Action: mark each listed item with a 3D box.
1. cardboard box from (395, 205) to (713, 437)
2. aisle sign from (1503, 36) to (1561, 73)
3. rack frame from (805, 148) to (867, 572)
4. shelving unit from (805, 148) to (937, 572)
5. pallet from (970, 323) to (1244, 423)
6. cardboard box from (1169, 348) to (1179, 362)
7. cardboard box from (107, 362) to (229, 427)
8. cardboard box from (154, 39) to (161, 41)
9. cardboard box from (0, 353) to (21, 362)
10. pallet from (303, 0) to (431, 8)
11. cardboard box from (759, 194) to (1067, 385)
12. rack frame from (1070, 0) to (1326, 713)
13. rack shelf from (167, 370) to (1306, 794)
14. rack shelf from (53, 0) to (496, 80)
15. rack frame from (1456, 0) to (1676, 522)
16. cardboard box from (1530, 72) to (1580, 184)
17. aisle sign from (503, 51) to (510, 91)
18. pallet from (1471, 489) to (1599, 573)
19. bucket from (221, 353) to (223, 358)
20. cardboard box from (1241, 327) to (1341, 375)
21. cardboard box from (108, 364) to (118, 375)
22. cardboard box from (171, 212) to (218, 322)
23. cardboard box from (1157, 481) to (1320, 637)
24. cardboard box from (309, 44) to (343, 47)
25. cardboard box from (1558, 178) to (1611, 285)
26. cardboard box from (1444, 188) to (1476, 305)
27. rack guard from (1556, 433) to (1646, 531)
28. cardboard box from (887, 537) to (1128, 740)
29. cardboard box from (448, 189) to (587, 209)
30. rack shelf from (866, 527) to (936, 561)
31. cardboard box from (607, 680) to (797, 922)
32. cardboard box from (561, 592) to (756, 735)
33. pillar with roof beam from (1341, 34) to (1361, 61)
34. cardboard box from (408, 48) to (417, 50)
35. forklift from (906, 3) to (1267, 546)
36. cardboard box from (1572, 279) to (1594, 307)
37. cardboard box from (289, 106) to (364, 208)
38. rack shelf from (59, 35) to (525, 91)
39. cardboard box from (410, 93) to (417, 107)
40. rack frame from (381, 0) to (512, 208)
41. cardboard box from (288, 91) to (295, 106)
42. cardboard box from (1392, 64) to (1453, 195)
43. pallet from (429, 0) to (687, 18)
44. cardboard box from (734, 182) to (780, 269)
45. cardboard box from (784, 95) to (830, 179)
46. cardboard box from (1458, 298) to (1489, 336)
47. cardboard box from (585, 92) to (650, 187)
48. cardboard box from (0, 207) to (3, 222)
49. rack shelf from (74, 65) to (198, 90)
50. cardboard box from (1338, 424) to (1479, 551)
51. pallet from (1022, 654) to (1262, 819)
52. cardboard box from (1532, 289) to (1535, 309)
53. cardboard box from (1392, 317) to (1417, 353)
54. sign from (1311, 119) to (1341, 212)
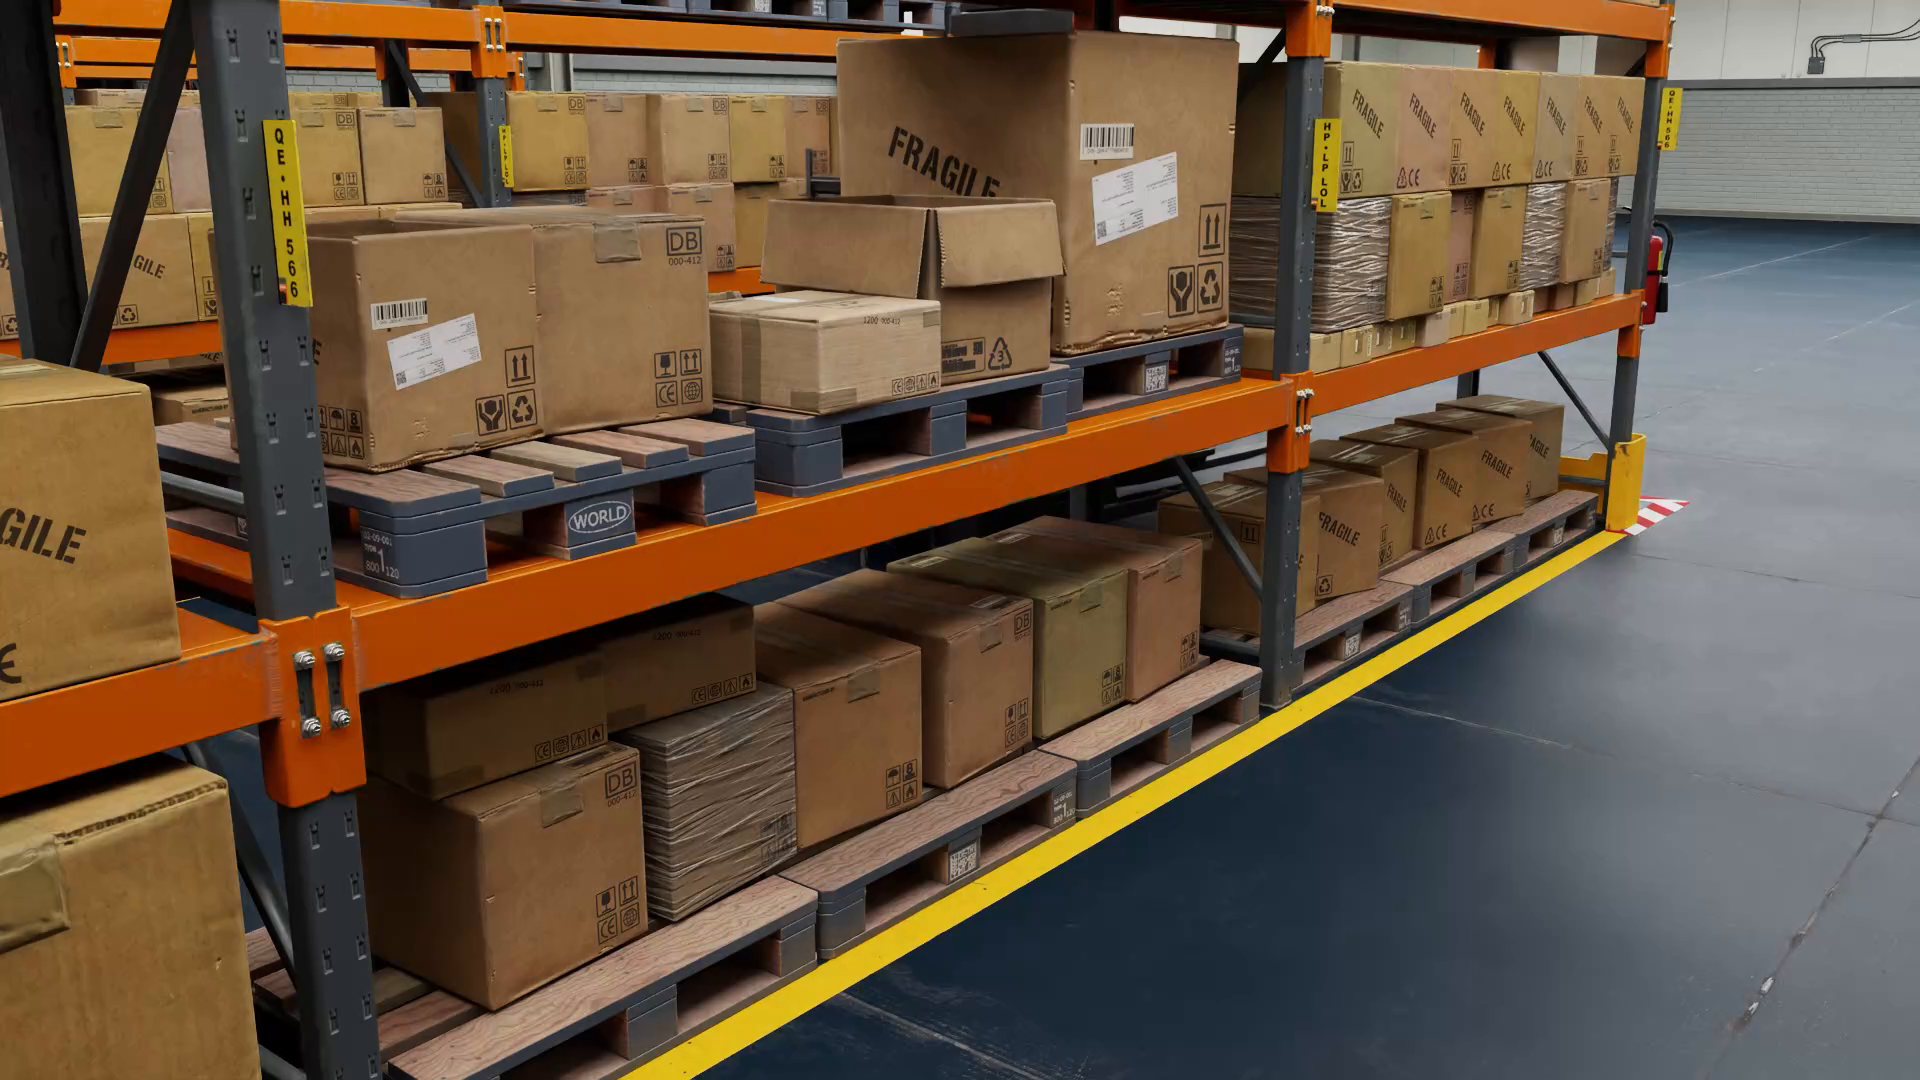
[{"bbox_3d":[-1.050,-0.589,4.292,0.500,0.500,0.700,-13,19,-41],"label":"cardboard box"},{"bbox_3d":[3.202,-2.955,9.383,0.394,0.787,0.004,11,18,38],"label":"aisle sign"},{"bbox_3d":[-0.615,-0.872,8.289,0.015,2.100,0.400,-14,20,-43],"label":"rack frame"},{"bbox_3d":[-0.440,-0.914,8.455,0.503,2.100,0.431,-14,20,-43],"label":"shelving unit"},{"bbox_3d":[0.289,-0.654,5.994,1.003,0.211,1.213,11,18,38],"label":"pallet"},{"bbox_3d":[0.789,-0.836,6.830,0.380,0.149,0.250,11,18,38],"label":"cardboard box"},{"bbox_3d":[-3.842,-0.454,8.534,1.050,0.750,0.750,11,18,38],"label":"cardboard box"},{"bbox_3d":[-6.161,-3.864,12.660,0.380,0.149,0.250,11,18,38],"label":"cardboard box"},{"bbox_3d":[-2.149,-0.102,3.230,0.500,0.500,0.500,12,19,39],"label":"cardboard box"},{"bbox_3d":[-3.450,-2.836,8.489,0.805,0.209,1.217,10,18,35],"label":"pallet"},{"bbox_3d":[-0.135,-0.778,5.031,0.797,0.503,0.637,14,20,43],"label":"cardboard box"},{"bbox_3d":[0.882,-0.871,6.458,1.000,3.000,0.127,11,18,38],"label":"rack frame"},{"bbox_3d":[-0.375,-0.139,5.039,1.077,0.370,4.000,11,18,38],"label":"rack shelf"},{"bbox_3d":[-4.169,-2.380,7.767,1.077,0.370,4.000,11,18,38],"label":"rack shelf"},{"bbox_3d":[3.396,-1.637,9.474,1.000,3.000,0.127,11,18,38],"label":"rack frame"},{"bbox_3d":[2.617,-1.978,7.981,0.500,0.500,0.500,11,18,38],"label":"cardboard box"},{"bbox_3d":[-4.047,-4.397,15.061,0.394,0.787,0.004,11,18,38],"label":"aisle sign"},{"bbox_3d":[2.810,-0.121,9.169,1.003,0.211,1.213,11,18,38],"label":"pallet"},{"bbox_3d":[-4.620,-1.191,11.279,0.620,0.611,0.726,-19,22,-27],"label":"bucket"},{"bbox_3d":[1.251,-0.744,6.468,0.380,0.149,0.250,11,18,38],"label":"cardboard box"},{"bbox_3d":[-6.663,-1.430,13.391,0.500,0.250,0.500,12,19,40],"label":"cardboard box"},{"bbox_3d":[-3.667,-1.371,8.225,0.500,0.500,0.500,11,18,38],"label":"cardboard box"},{"bbox_3d":[1.165,0.067,6.992,0.500,0.500,0.500,11,18,36],"label":"cardboard box"},{"bbox_3d":[-5.249,-4.090,13.548,0.380,0.149,0.250,11,18,37],"label":"cardboard box"},{"bbox_3d":[2.808,-1.614,8.577,0.875,0.500,0.500,11,18,38],"label":"cardboard box"},{"bbox_3d":[1.791,-1.342,7.505,0.875,0.500,0.500,11,18,38],"label":"cardboard box"},{"bbox_3d":[3.349,-0.411,9.724,1.175,0.500,0.348,11,18,38],"label":"rack guard"},{"bbox_3d":[0.165,0.330,5.914,0.700,0.500,0.500,11,18,37],"label":"cardboard box"},{"bbox_3d":[-2.690,-1.803,9.823,0.875,0.550,0.550,11,18,38],"label":"cardboard box"},{"bbox_3d":[-0.440,-0.222,8.630,0.480,0.518,0.431,-14,20,-43],"label":"rack shelf"},{"bbox_3d":[-0.888,0.654,4.640,0.700,0.500,0.500,9,17,33],"label":"cardboard box"},{"bbox_3d":[-0.908,0.294,4.534,0.500,0.250,0.500,-14,20,-43],"label":"cardboard box"},{"bbox_3d":[12.890,-11.931,37.810,9.100,9.000,0.400,11,18,38],"label":"pillar with roof beam"},{"bbox_3d":[-4.854,-4.254,14.195,0.380,0.149,0.250,11,18,38],"label":"cardboard box"},{"bbox_3d":[0.794,-1.630,9.588,3.031,2.935,1.130,-14,20,-43],"label":"forklift"},{"bbox_3d":[3.103,-1.325,8.756,0.380,0.149,0.250,11,18,38],"label":"cardboard box"},{"bbox_3d":[-3.541,-1.996,8.654,0.700,0.500,0.500,11,18,37],"label":"cardboard box"},{"bbox_3d":[-5.569,-3.892,13.722,1.077,0.370,4.000,11,18,38],"label":"rack shelf"},{"bbox_3d":[-4.787,-3.620,14.443,0.700,0.500,0.500,11,18,38],"label":"cardboard box"},{"bbox_3d":[-2.912,-1.658,9.556,1.000,3.000,0.127,11,18,38],"label":"rack frame"},{"bbox_3d":[-5.706,-3.319,13.256,0.700,0.500,0.500,11,18,36],"label":"cardboard box"},{"bbox_3d":[1.676,-1.691,6.849,0.500,0.500,0.500,11,18,38],"label":"cardboard box"},{"bbox_3d":[-2.390,-3.224,9.808,1.003,0.211,1.213,11,18,38],"label":"pallet"},{"bbox_3d":[-1.675,-2.114,11.047,0.875,0.550,0.500,11,18,38],"label":"cardboard box"},{"bbox_3d":[-1.393,-2.749,11.354,0.875,0.550,0.550,11,18,38],"label":"cardboard box"},{"bbox_3d":[2.184,-1.033,7.607,0.380,0.149,0.250,11,18,38],"label":"cardboard box"},{"bbox_3d":[-2.398,-2.442,10.147,0.875,0.550,0.550,11,18,38],"label":"cardboard box"},{"bbox_3d":[-4.499,-1.705,7.508,0.700,0.500,0.500,11,18,37],"label":"cardboard box"},{"bbox_3d":[-9.432,-4.660,16.743,1.077,0.370,4.000,11,18,38],"label":"rack shelf"},{"bbox_3d":[2.234,-0.275,8.337,0.500,0.500,0.500,14,20,43],"label":"cardboard box"},{"bbox_3d":[0.394,0.630,6.214,1.003,0.211,1.213,11,18,38],"label":"pallet"},{"bbox_3d":[2.605,-1.187,8.212,0.380,0.149,0.250,11,18,38],"label":"cardboard box"},{"bbox_3d":[1.704,-0.891,7.048,0.380,0.149,0.250,11,18,38],"label":"cardboard box"},{"bbox_3d":[1.316,-1.347,5.980,0.100,0.325,0.005,11,18,38],"label":"sign"}]
